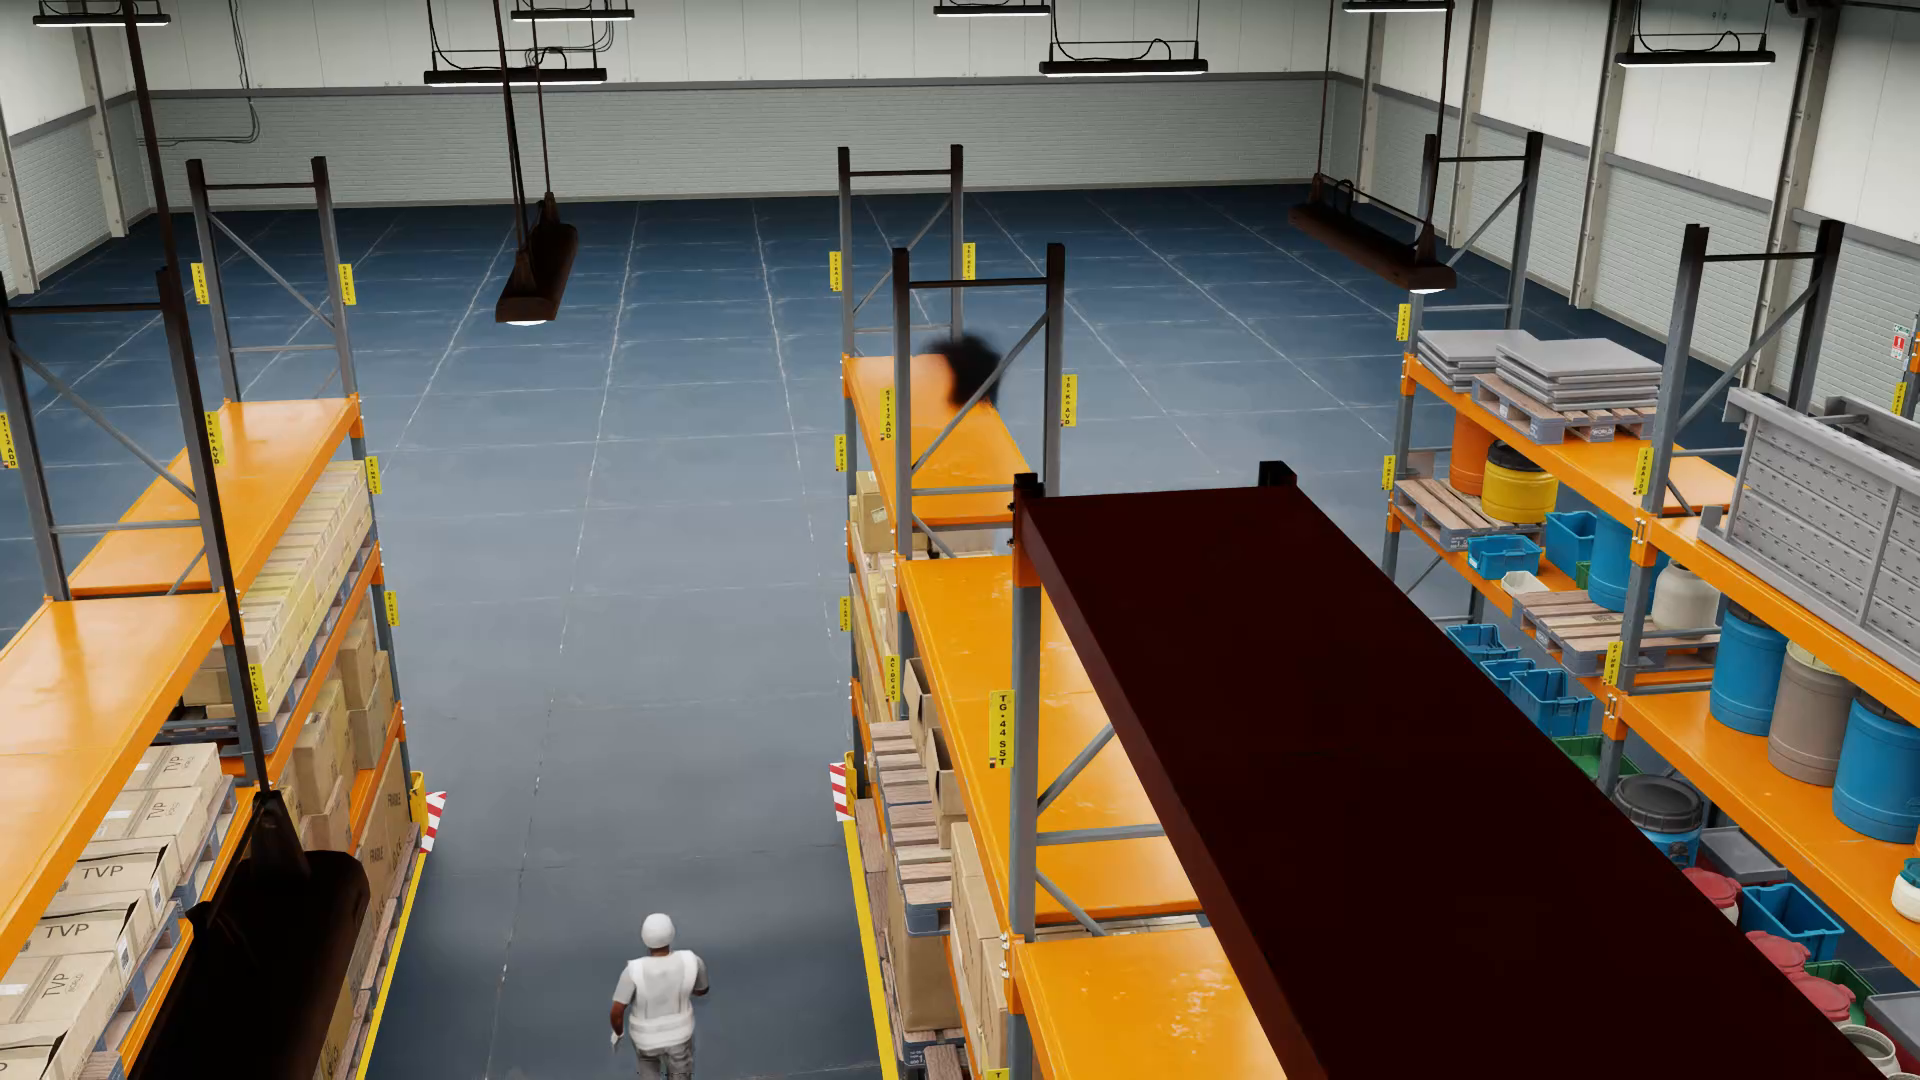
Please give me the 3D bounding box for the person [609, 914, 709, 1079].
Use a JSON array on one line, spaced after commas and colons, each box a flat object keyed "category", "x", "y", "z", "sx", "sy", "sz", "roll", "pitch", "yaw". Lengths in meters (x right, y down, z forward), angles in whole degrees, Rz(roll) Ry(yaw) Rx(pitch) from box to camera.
[{"category": "person", "x": -1.981, "y": 3.249, "z": 11.029, "sx": 0.665, "sy": 1.784, "sz": 0.793, "roll": -5, "pitch": 22, "yaw": -13}]
